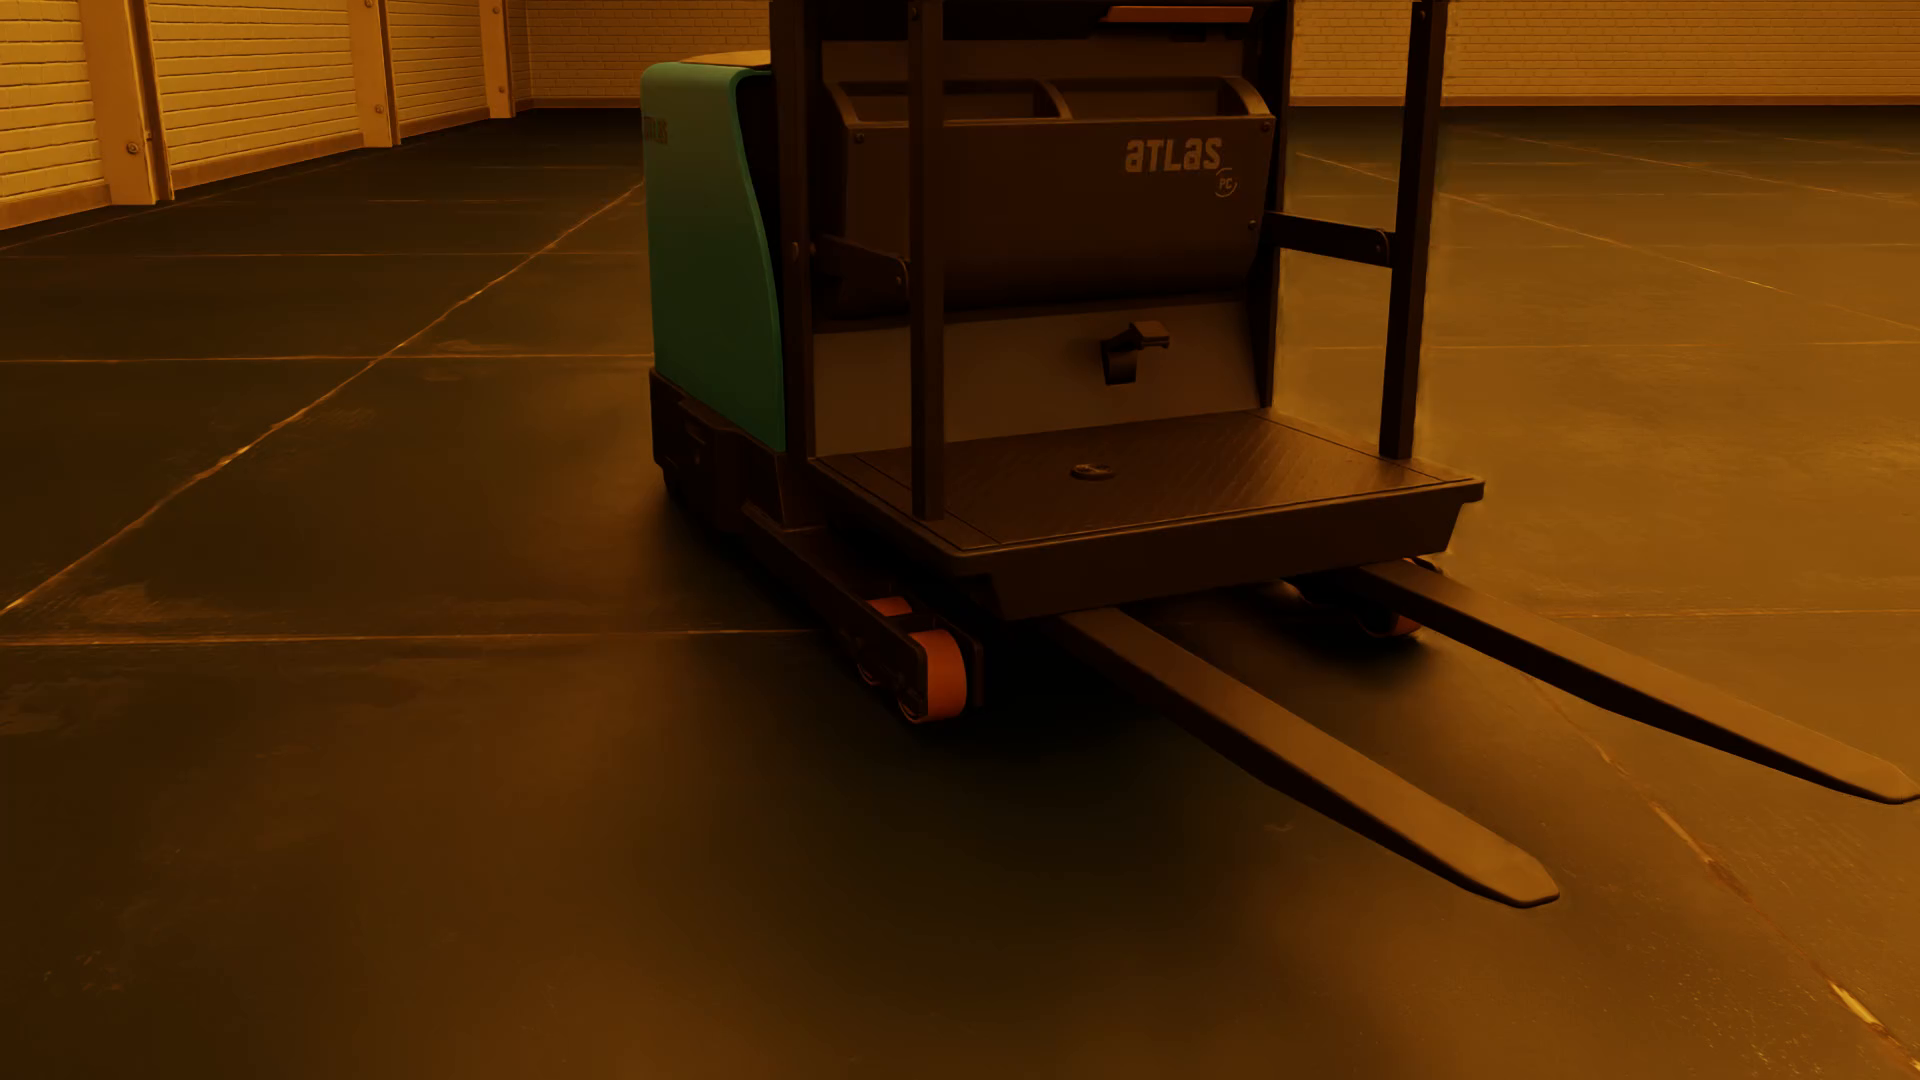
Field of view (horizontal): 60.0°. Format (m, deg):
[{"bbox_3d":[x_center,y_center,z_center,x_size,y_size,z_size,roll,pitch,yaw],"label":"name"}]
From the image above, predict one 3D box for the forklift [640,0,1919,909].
[{"bbox_3d":[0.280,-1.227,2.919,1.130,2.935,3.031,-8,19,-24],"label":"forklift"}]
